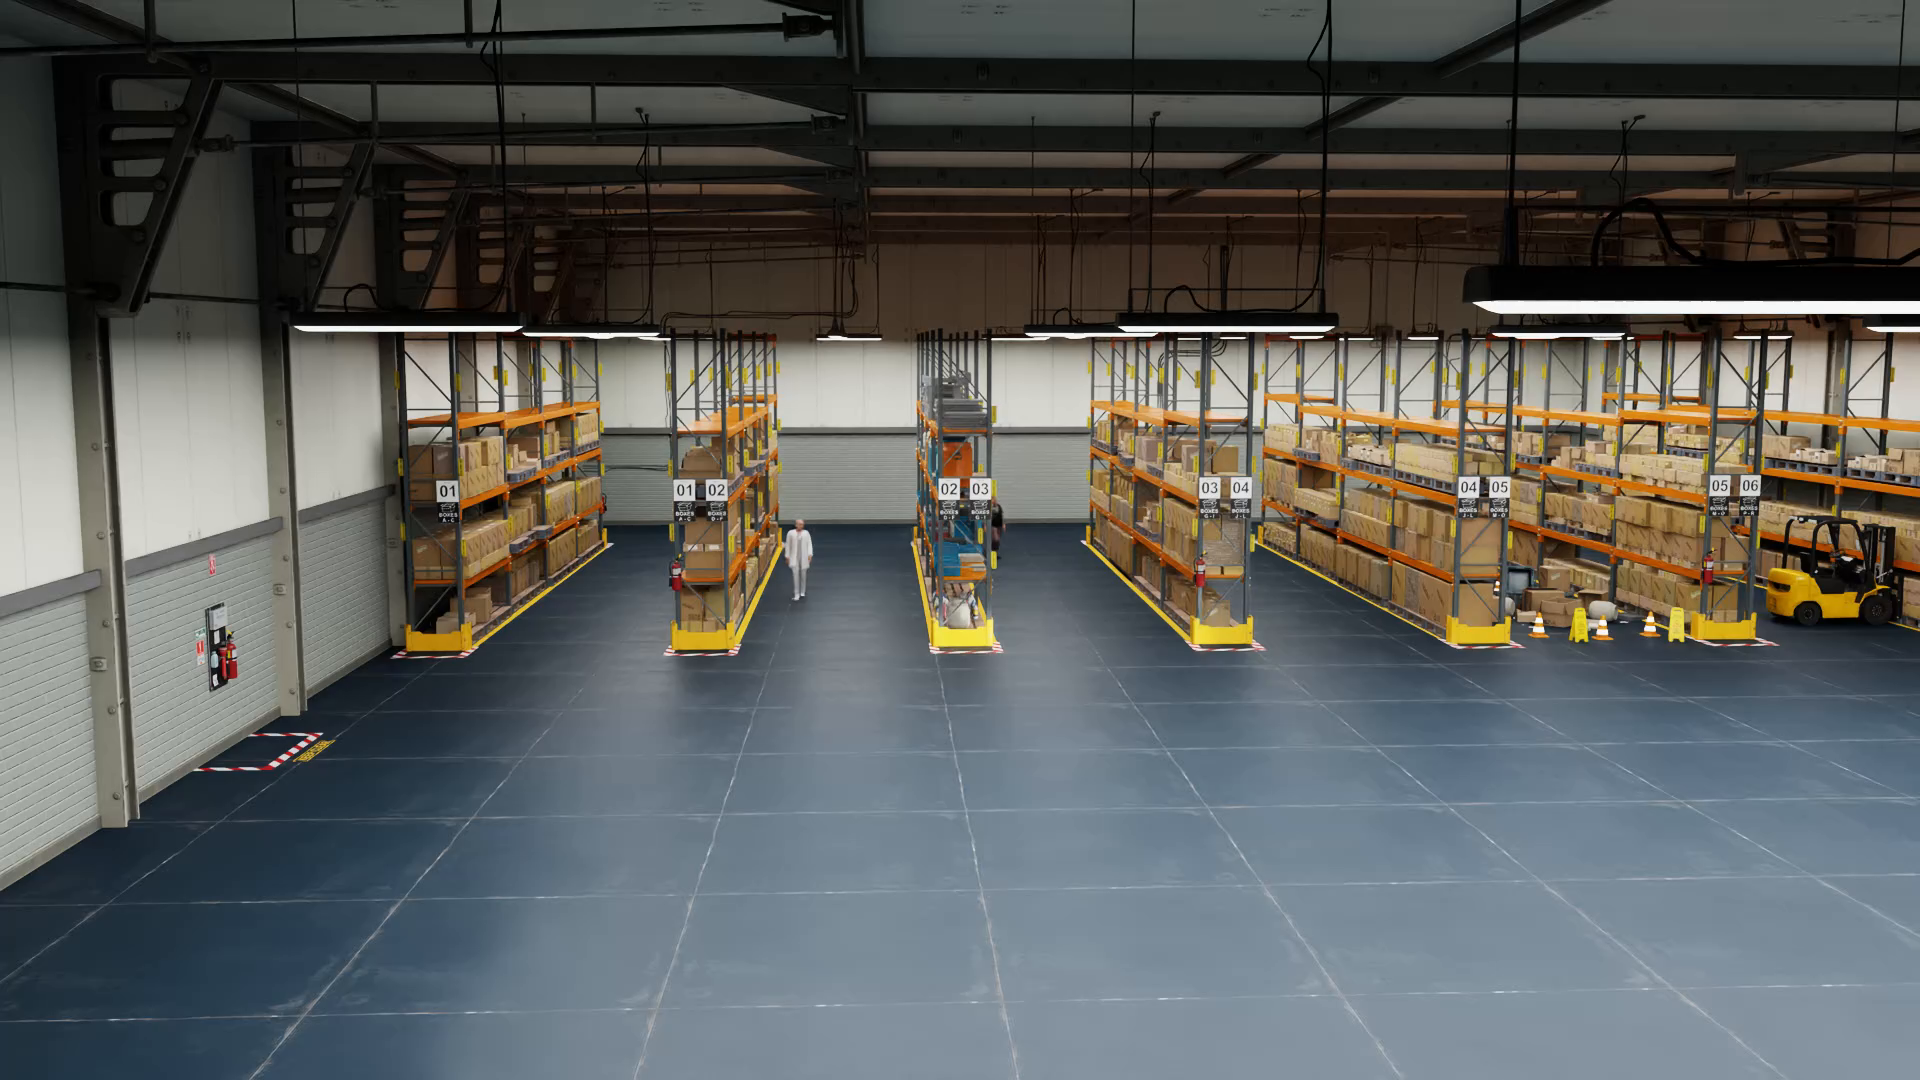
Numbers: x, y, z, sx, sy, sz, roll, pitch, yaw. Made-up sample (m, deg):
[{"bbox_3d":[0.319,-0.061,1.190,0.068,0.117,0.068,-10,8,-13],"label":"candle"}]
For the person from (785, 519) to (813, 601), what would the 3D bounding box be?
[{"bbox_3d":[-3.614,0.442,37.512,0.619,1.794,0.798,-2,7,-16],"label":"person"}]

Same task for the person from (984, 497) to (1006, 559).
[{"bbox_3d":[0.949,-0.322,44.084,0.587,1.740,0.512,-6,9,-39],"label":"person"}]

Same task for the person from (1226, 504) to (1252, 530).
[{"bbox_3d":[8.258,-1.065,50.294,1.162,1.716,0.531,1,7,9],"label":"person"}]
